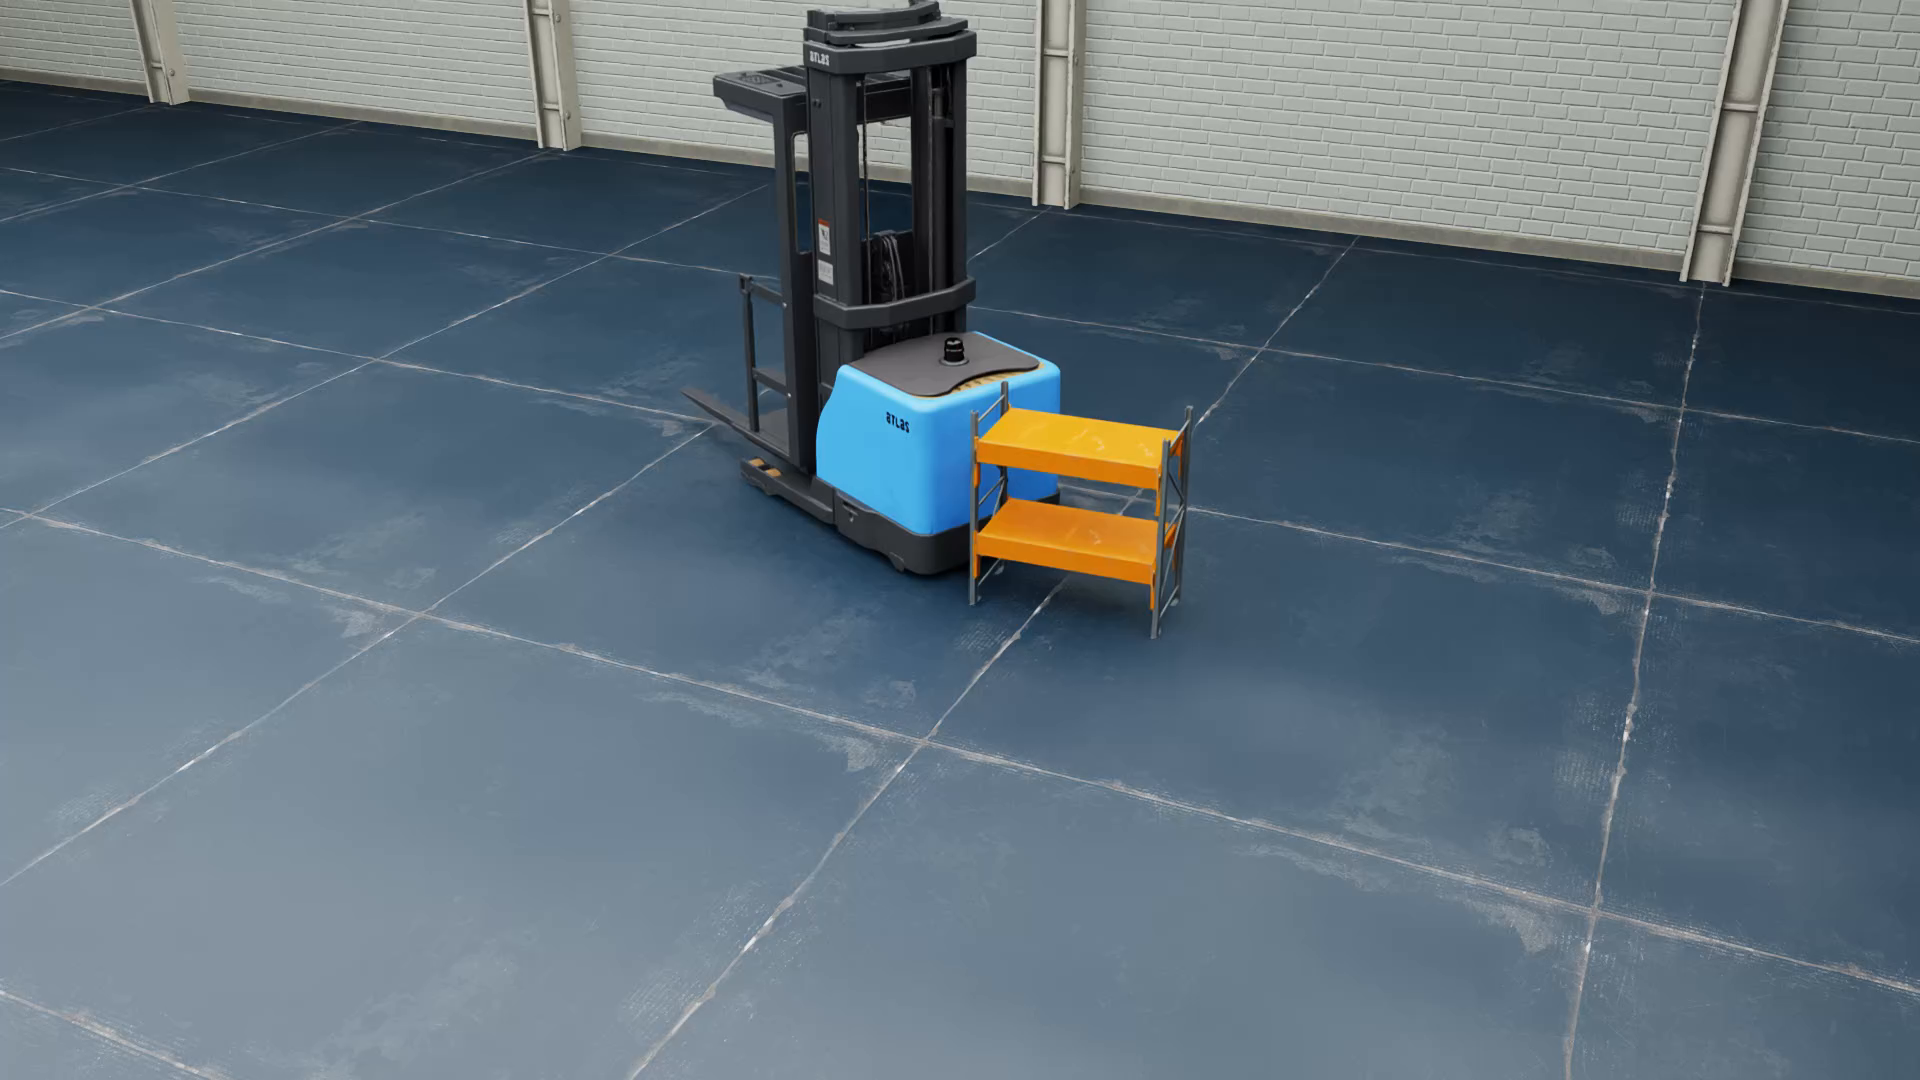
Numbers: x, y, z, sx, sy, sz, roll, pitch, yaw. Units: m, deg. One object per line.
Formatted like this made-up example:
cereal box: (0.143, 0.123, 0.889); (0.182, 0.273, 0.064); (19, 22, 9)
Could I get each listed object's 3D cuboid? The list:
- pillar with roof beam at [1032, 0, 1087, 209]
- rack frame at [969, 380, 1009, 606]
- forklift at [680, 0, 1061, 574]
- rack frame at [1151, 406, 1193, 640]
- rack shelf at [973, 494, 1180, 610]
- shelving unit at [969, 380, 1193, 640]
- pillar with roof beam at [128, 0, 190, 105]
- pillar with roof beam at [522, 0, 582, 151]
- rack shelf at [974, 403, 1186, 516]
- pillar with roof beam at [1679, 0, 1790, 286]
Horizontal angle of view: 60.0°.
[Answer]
pillar with roof beam: (-0.826, -5.654, 11.047); (0.400, 9.000, 9.100); (11, 28, 22)
rack frame: (0.157, -0.250, 8.984); (0.032, 1.125, 0.500); (10, 28, 19)
forklift: (-0.719, -1.710, 9.904); (1.130, 2.935, 3.031); (-19, 32, -33)
rack frame: (1.104, -0.086, 8.651); (0.032, 1.125, 0.500); (10, 28, 19)
rack shelf: (0.630, 0.051, 8.926); (1.000, 0.278, 0.538); (10, 28, 19)
shelving unit: (0.630, -0.168, 8.818); (1.048, 1.125, 0.538); (10, 28, 19)
pillar with roof beam: (-11.749, -7.848, 15.503); (0.400, 9.000, 9.100); (11, 28, 22)
pillar with roof beam: (-6.288, -6.751, 13.275); (0.400, 9.000, 9.100); (11, 28, 22)
rack shelf: (0.630, -0.431, 8.688); (1.000, 0.278, 0.538); (10, 28, 19)
pillar with roof beam: (4.636, -4.557, 8.818); (0.400, 9.000, 9.100); (11, 28, 22)
